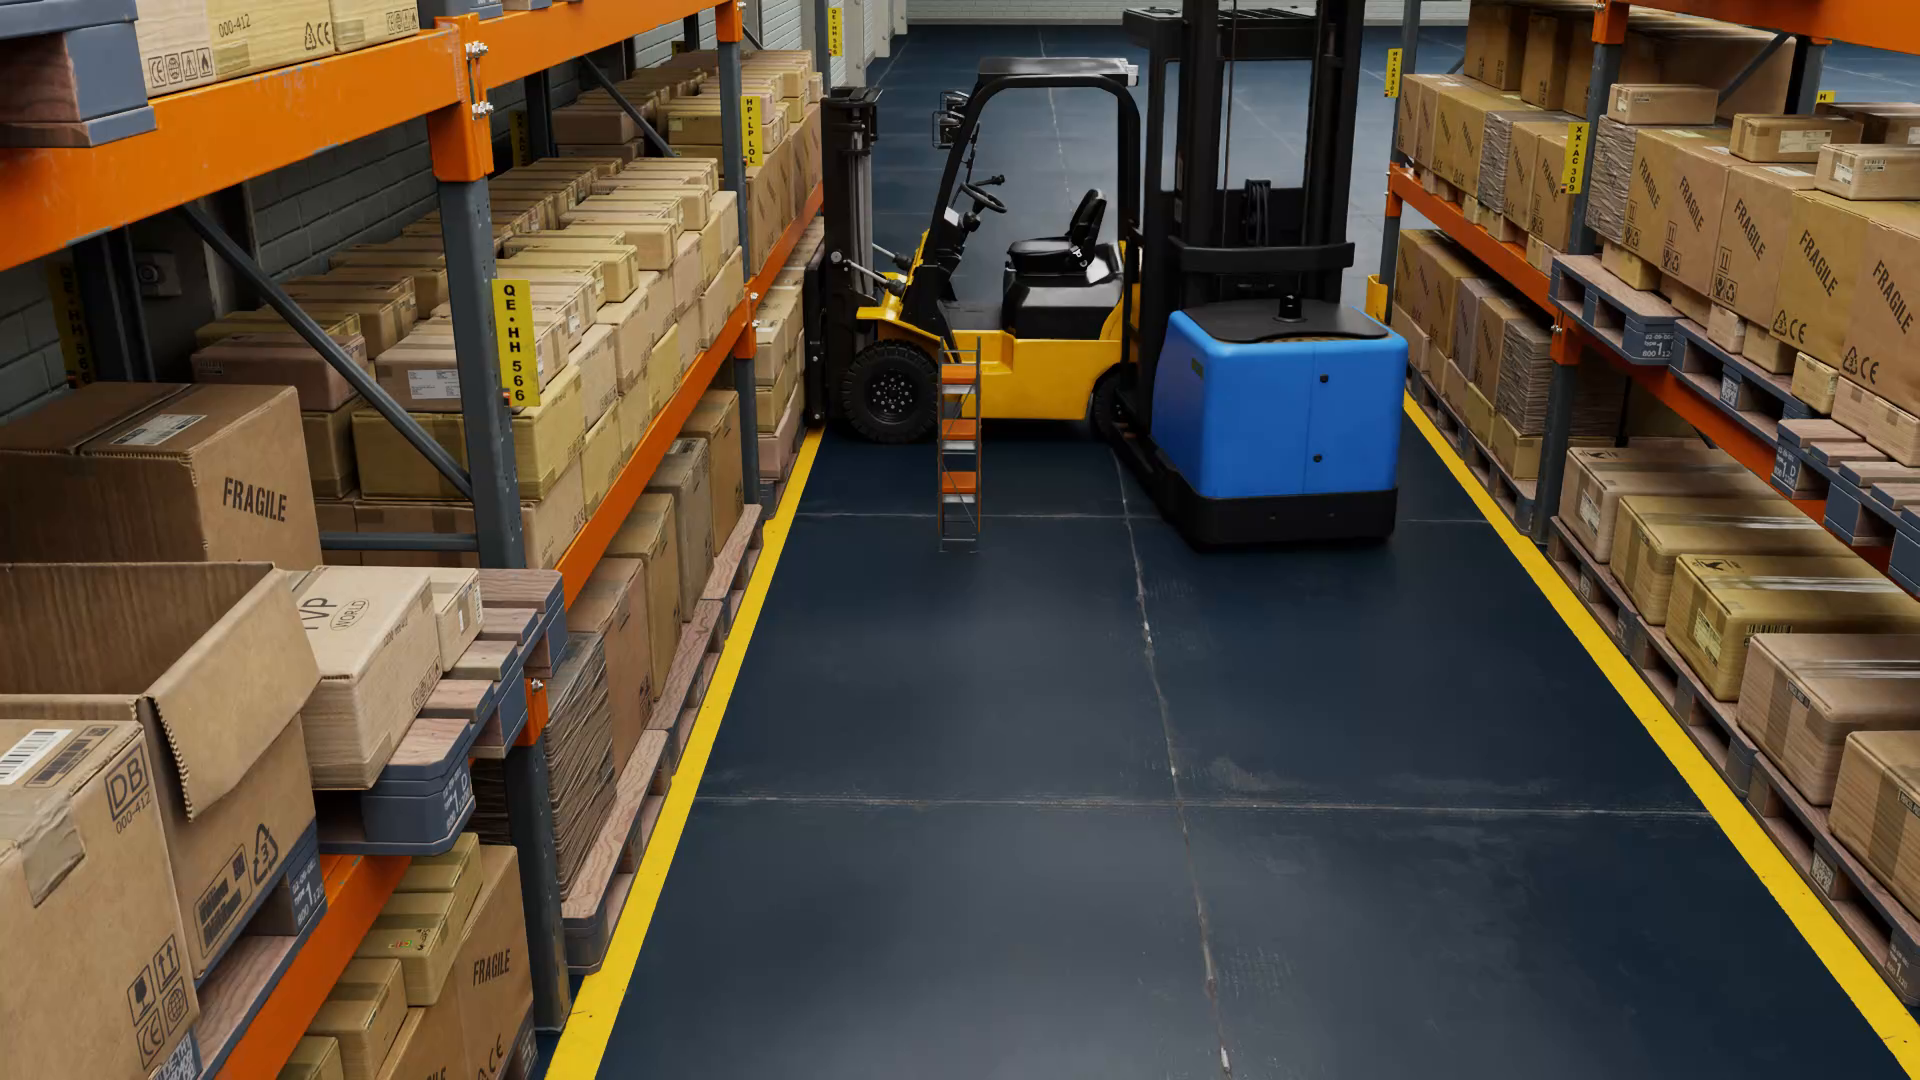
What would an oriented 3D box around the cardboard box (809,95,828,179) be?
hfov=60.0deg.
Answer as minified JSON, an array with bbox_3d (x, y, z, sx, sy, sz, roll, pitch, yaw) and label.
[{"bbox_3d":[-1.163,-2.748,11.327,0.500,0.500,0.500,0,21,0],"label":"cardboard box"}]

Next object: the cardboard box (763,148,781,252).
[{"bbox_3d":[-1.259,-1.829,8.958,0.500,0.500,0.500,1,21,3],"label":"cardboard box"}]

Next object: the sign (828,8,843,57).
[{"bbox_3d":[-0.869,-3.522,11.531,0.100,0.325,0.005,1,21,2],"label":"sign"}]

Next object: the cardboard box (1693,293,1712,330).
[{"bbox_3d":[3.089,-0.890,6.442,0.380,0.149,0.250,1,21,2],"label":"cardboard box"}]

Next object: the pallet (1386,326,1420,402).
[{"bbox_3d":[3.488,-1.208,11.352,1.003,0.211,1.213,1,21,2],"label":"pallet"}]

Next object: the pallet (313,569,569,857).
[{"bbox_3d":[-1.605,0.345,3.758,1.213,0.211,1.003,1,21,2],"label":"pallet"}]

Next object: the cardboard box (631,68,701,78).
[{"bbox_3d":[-1.782,-2.783,10.108,0.380,0.149,0.250,0,21,0],"label":"cardboard box"}]

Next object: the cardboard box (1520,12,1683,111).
[{"bbox_3d":[3.664,-2.746,9.529,0.700,0.500,0.500,1,21,1],"label":"cardboard box"}]

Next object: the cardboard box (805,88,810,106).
[{"bbox_3d":[-1.189,-2.917,10.866,0.380,0.149,0.250,1,21,3],"label":"cardboard box"}]

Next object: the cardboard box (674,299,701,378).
[{"bbox_3d":[-1.342,-0.820,6.703,0.500,0.250,0.500,1,21,2],"label":"cardboard box"}]

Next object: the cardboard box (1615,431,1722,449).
[{"bbox_3d":[3.717,-0.507,8.910,0.500,0.250,0.500,0,21,-1],"label":"cardboard box"}]

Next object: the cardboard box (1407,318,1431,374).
[{"bbox_3d":[3.227,-1.270,10.876,0.500,0.250,0.500,1,21,4],"label":"cardboard box"}]

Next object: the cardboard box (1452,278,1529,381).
[{"bbox_3d":[3.207,-1.232,9.741,0.500,0.500,0.500,2,21,4],"label":"cardboard box"}]

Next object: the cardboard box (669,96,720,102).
[{"bbox_3d":[-1.310,-2.224,8.667,0.380,0.149,0.250,0,21,1],"label":"cardboard box"}]

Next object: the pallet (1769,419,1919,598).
[{"bbox_3d":[3.223,-0.106,4.921,1.213,0.211,1.003,1,21,2],"label":"pallet"}]

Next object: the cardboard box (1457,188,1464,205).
[{"bbox_3d":[3.275,-2.124,10.203,0.380,0.149,0.250,1,21,3],"label":"cardboard box"}]

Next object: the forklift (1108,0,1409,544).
[{"bbox_3d":[1.494,-1.841,9.223,1.130,2.935,3.031,-3,21,-7],"label":"forklift"}]

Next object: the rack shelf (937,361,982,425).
[{"bbox_3d":[-0.002,-0.725,8.190,0.215,0.259,0.240,1,21,2],"label":"rack shelf"}]

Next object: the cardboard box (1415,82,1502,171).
[{"bbox_3d":[3.246,-2.659,10.686,0.500,0.500,0.500,1,21,3],"label":"cardboard box"}]

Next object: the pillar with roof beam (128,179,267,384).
[{"bbox_3d":[1.788,-3.221,4.390,9.100,9.000,0.400,1,21,2],"label":"pillar with roof beam"}]

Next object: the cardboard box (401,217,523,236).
[{"bbox_3d":[-1.851,-1.110,6.208,0.380,0.149,0.250,1,21,2],"label":"cardboard box"}]

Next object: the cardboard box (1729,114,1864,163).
[{"bbox_3d":[3.131,-1.506,6.238,0.380,0.149,0.250,2,21,5],"label":"cardboard box"}]

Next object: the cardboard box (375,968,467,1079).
[{"bbox_3d":[-1.478,1.316,3.866,0.500,0.500,0.500,0,21,1],"label":"cardboard box"}]

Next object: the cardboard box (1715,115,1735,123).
[{"bbox_3d":[3.644,-1.595,7.362,0.500,0.500,0.500,0,21,1],"label":"cardboard box"}]

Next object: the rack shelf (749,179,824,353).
[{"bbox_3d":[-1.472,-1.824,10.078,1.077,0.370,4.000,1,21,2],"label":"rack shelf"}]

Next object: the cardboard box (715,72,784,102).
[{"bbox_3d":[-1.252,-2.684,9.853,0.380,0.149,0.250,1,21,2],"label":"cardboard box"}]

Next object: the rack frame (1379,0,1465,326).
[{"bbox_3d":[3.551,-2.829,11.674,1.000,3.000,0.127,1,21,2],"label":"rack frame"}]

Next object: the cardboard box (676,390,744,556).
[{"bbox_3d":[-1.537,-0.336,7.951,0.875,0.625,0.625,2,21,4],"label":"cardboard box"}]

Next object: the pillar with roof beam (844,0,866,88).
[{"bbox_3d":[2.518,-11.898,26.754,9.100,9.000,0.400,1,21,2],"label":"pillar with roof beam"}]

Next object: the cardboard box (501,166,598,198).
[{"bbox_3d":[-1.818,-1.564,7.379,0.380,0.149,0.250,0,21,0],"label":"cardboard box"}]

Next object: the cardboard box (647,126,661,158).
[{"bbox_3d":[-1.790,-2.091,8.736,0.380,0.149,0.250,1,21,3],"label":"cardboard box"}]

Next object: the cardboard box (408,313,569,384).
[{"bbox_3d":[-1.343,-0.548,4.758,0.380,0.149,0.250,1,21,3],"label":"cardboard box"}]

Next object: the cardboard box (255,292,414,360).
[{"bbox_3d":[-1.881,-0.648,5.017,0.380,0.149,0.250,1,21,2],"label":"cardboard box"}]

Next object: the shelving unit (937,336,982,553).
[{"bbox_3d":[-0.002,-0.470,8.289,0.215,1.050,0.252,1,21,2],"label":"shelving unit"}]

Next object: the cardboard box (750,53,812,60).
[{"bbox_3d":[-1.188,-3.149,11.052,0.380,0.149,0.250,1,21,2],"label":"cardboard box"}]

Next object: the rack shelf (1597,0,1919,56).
[{"bbox_3d":[3.368,-1.723,5.670,1.077,0.370,4.000,1,21,2],"label":"rack shelf"}]

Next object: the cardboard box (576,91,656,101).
[{"bbox_3d":[-1.836,-2.320,8.915,0.380,0.149,0.250,0,21,1],"label":"cardboard box"}]

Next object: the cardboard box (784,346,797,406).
[{"bbox_3d":[-1.196,-0.937,9.326,0.500,0.250,0.500,1,21,1],"label":"cardboard box"}]

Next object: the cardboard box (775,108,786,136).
[{"bbox_3d":[-1.192,-2.360,9.430,0.380,0.149,0.250,0,21,0],"label":"cardboard box"}]

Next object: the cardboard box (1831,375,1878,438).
[{"bbox_3d":[2.996,-0.417,5.223,0.380,0.149,0.250,0,21,-1],"label":"cardboard box"}]

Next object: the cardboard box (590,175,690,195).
[{"bbox_3d":[-1.371,-1.478,7.156,0.380,0.149,0.250,1,21,2],"label":"cardboard box"}]

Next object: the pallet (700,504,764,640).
[{"bbox_3d":[-1.516,0.131,7.901,1.003,0.211,1.213,1,21,2],"label":"pallet"}]

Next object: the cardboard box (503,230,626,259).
[{"bbox_3d":[-1.410,-1.013,5.958,0.380,0.149,0.250,1,21,2],"label":"cardboard box"}]

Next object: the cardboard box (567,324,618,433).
[{"bbox_3d":[-1.380,-0.492,5.166,0.500,0.250,0.500,1,21,3],"label":"cardboard box"}]

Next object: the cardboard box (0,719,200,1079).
[{"bbox_3d":[-1.498,0.570,2.193,0.700,0.500,0.500,1,21,1],"label":"cardboard box"}]

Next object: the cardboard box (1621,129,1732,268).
[{"bbox_3d":[3.113,-1.417,6.903,0.500,0.500,0.500,1,21,2],"label":"cardboard box"}]

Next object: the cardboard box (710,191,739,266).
[{"bbox_3d":[-1.292,-1.419,7.556,0.500,0.250,0.500,0,21,0],"label":"cardboard box"}]

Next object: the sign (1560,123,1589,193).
[{"bbox_3d":[2.886,-1.790,7.798,0.100,0.325,0.005,1,21,2],"label":"sign"}]

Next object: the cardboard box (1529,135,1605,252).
[{"bbox_3d":[3.194,-1.732,8.296,0.500,0.500,0.500,0,21,0],"label":"cardboard box"}]

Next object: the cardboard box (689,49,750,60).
[{"bbox_3d":[-1.635,-3.251,11.315,0.380,0.149,0.250,0,21,1],"label":"cardboard box"}]

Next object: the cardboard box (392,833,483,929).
[{"bbox_3d":[-1.416,0.859,4.148,0.380,0.149,0.250,0,21,-1],"label":"cardboard box"}]

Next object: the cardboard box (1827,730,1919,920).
[{"bbox_3d":[3.335,0.888,5.145,0.950,0.372,0.625,-1,21,-2],"label":"cardboard box"}]

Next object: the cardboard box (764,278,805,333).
[{"bbox_3d":[-1.175,-1.353,9.706,0.500,0.250,0.500,1,21,3],"label":"cardboard box"}]

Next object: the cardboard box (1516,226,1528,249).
[{"bbox_3d":[3.242,-1.659,9.005,0.380,0.149,0.250,0,21,1],"label":"cardboard box"}]
